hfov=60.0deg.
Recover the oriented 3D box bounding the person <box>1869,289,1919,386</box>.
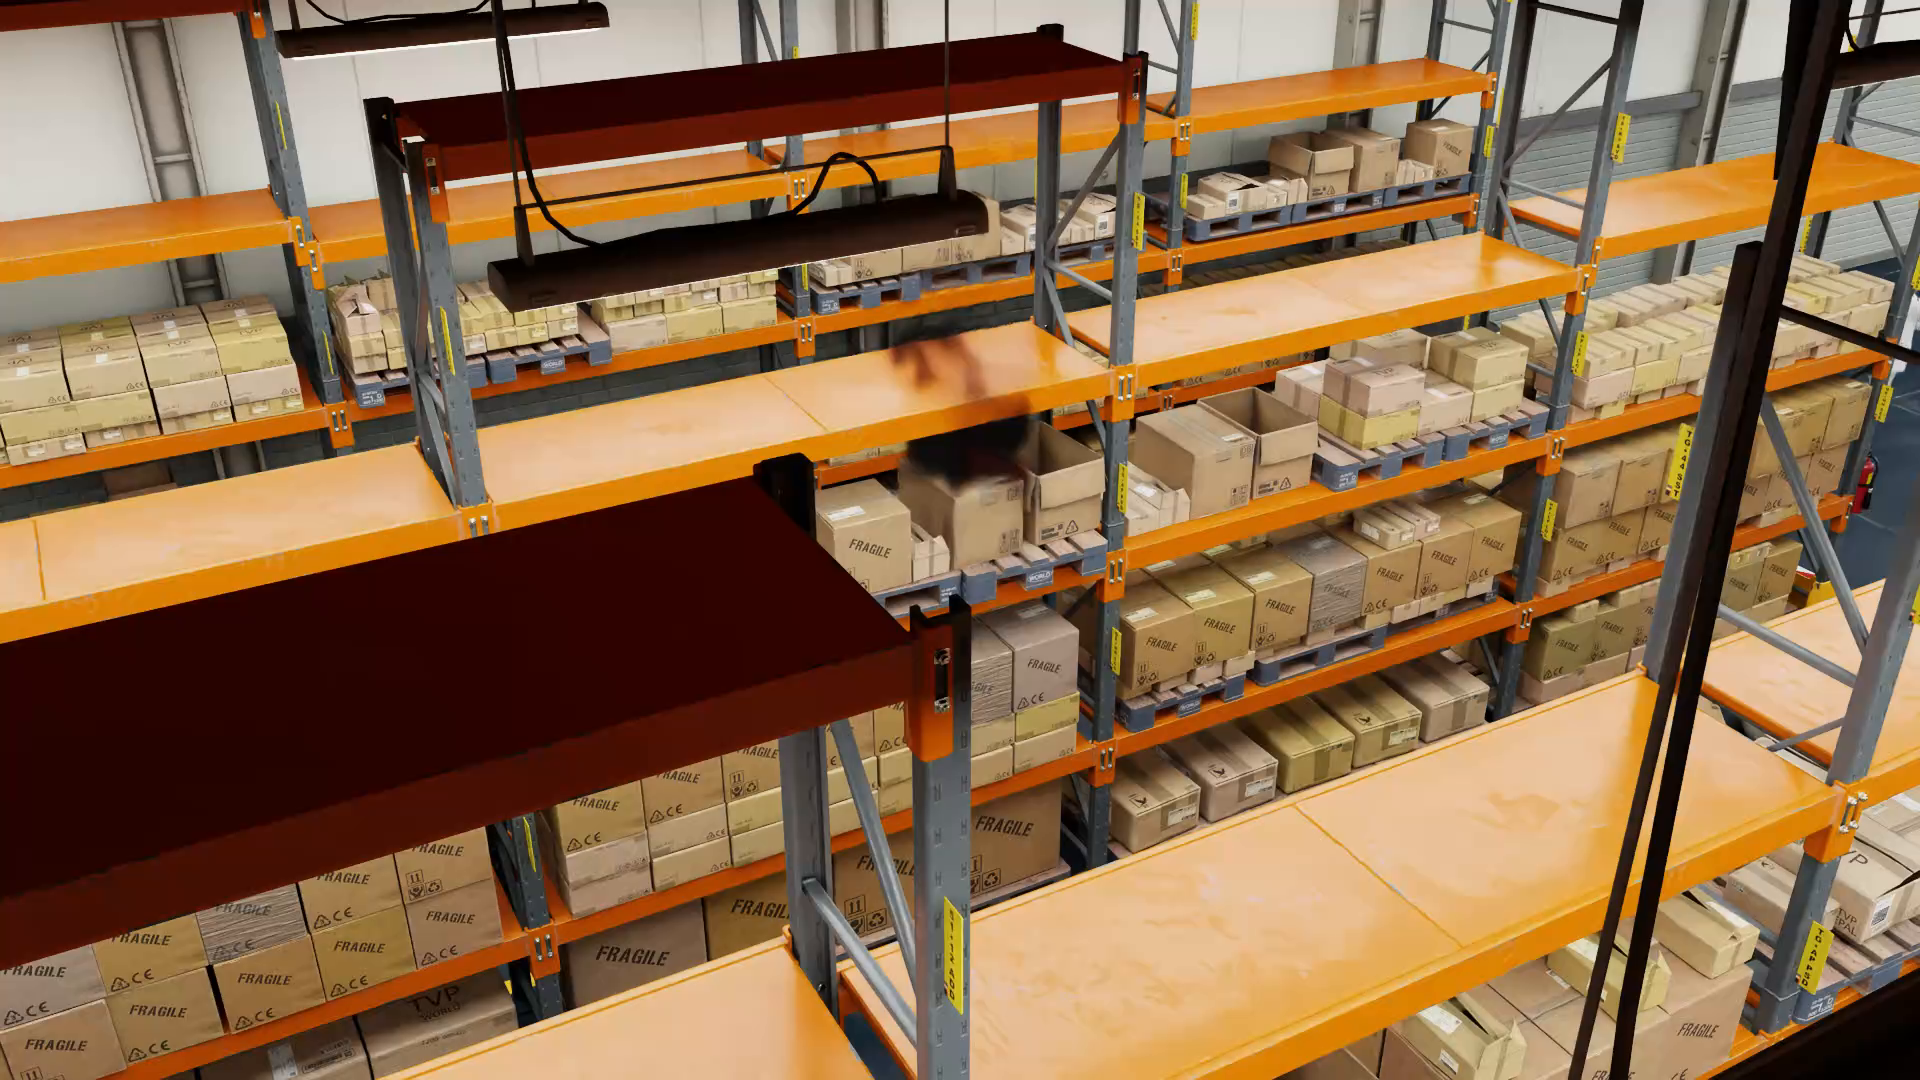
[{"bbox_3d":[10.774,-2.229,19.303,0.753,1.765,0.882,21,34,34],"label":"person"}]
